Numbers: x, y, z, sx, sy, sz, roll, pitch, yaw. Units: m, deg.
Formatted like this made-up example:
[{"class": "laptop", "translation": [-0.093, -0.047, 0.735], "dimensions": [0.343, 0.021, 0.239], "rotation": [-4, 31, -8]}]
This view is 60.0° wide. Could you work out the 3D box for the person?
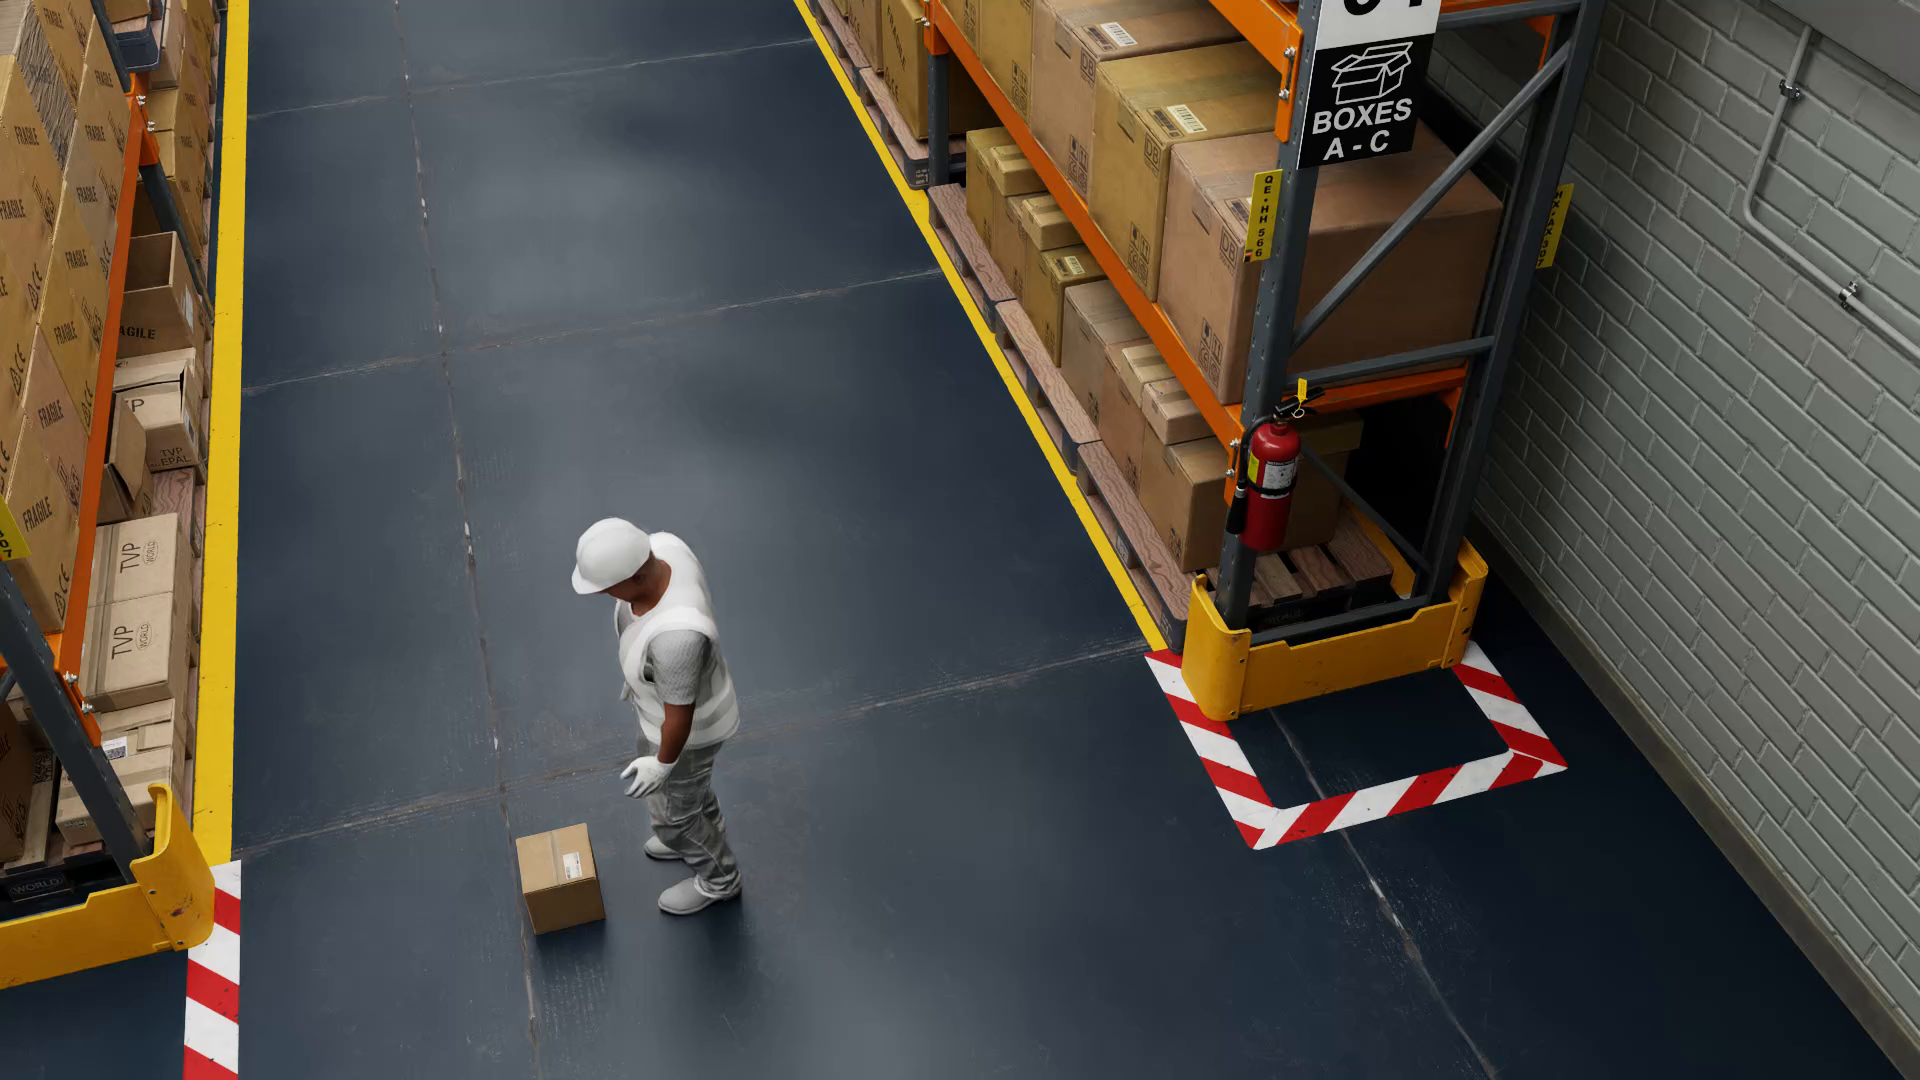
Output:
[{"class": "person", "translation": [-0.961, 0.586, 5.525], "dimensions": [0.442, 1.741, 0.569], "rotation": [-11, 43, -12]}]
